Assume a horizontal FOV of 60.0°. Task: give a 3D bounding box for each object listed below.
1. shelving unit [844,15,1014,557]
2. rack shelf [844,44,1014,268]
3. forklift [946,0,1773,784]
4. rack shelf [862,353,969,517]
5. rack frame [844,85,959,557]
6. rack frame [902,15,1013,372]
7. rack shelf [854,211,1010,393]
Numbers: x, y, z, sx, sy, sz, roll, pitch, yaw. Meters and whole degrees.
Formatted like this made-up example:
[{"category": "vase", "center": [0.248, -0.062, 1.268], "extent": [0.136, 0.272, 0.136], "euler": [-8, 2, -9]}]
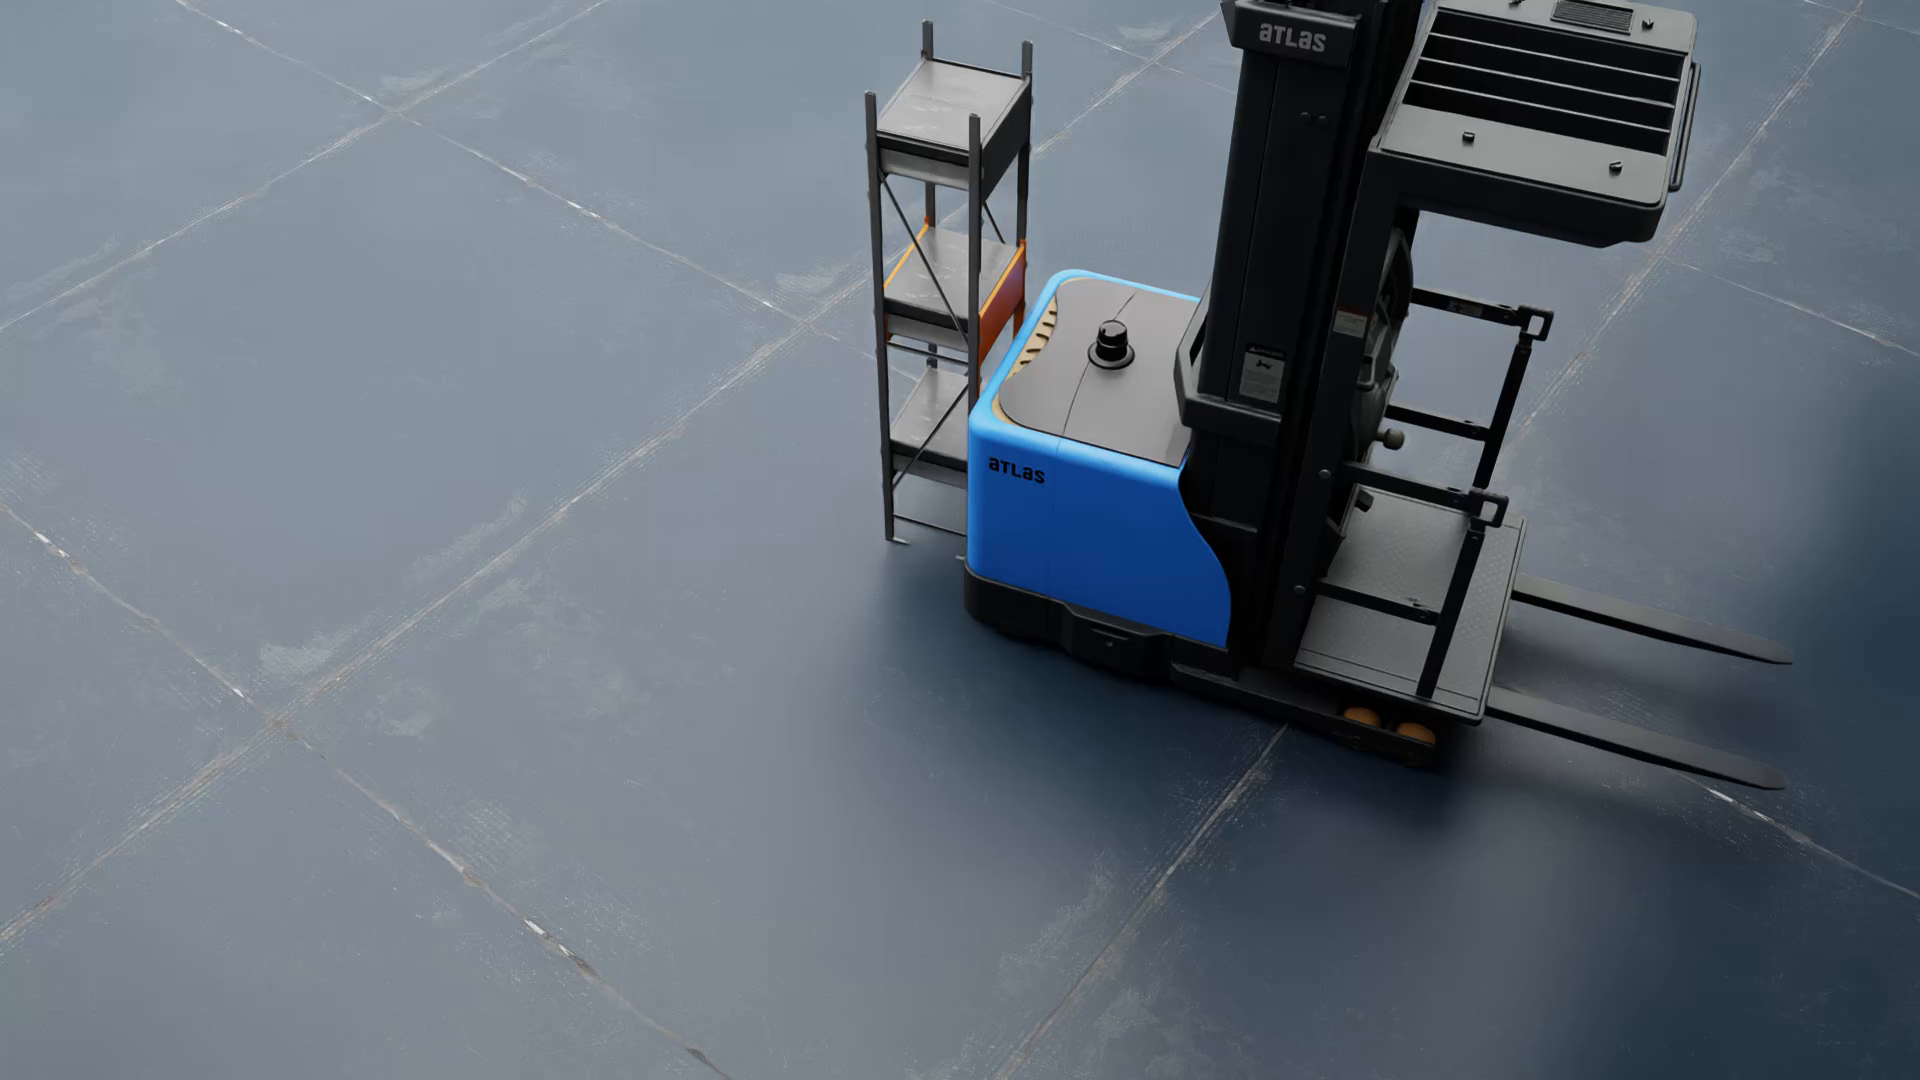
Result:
[{"category": "shelving unit", "center": [-0.101, -0.865, 6.289], "extent": [0.431, 2.100, 0.503], "euler": [16, 48, 15]}, {"category": "rack shelf", "center": [-0.101, -1.339, 5.792], "extent": [0.431, 0.518, 0.480], "euler": [16, 48, 15]}, {"category": "forklift", "center": [1.514, -0.642, 5.501], "extent": [3.031, 2.935, 1.130], "euler": [16, 48, 15]}, {"category": "rack shelf", "center": [-0.101, -0.372, 6.805], "extent": [0.431, 0.518, 0.480], "euler": [16, 48, 15]}, {"category": "rack frame", "center": [-0.191, -0.701, 6.132], "extent": [0.400, 2.100, 0.015], "euler": [16, 48, 15]}, {"category": "rack frame", "center": [-0.010, -1.028, 6.445], "extent": [0.400, 2.100, 0.015], "euler": [16, 48, 15]}, {"category": "rack shelf", "center": [-0.101, -0.855, 6.298], "extent": [0.431, 0.518, 0.480], "euler": [16, 48, 15]}]
